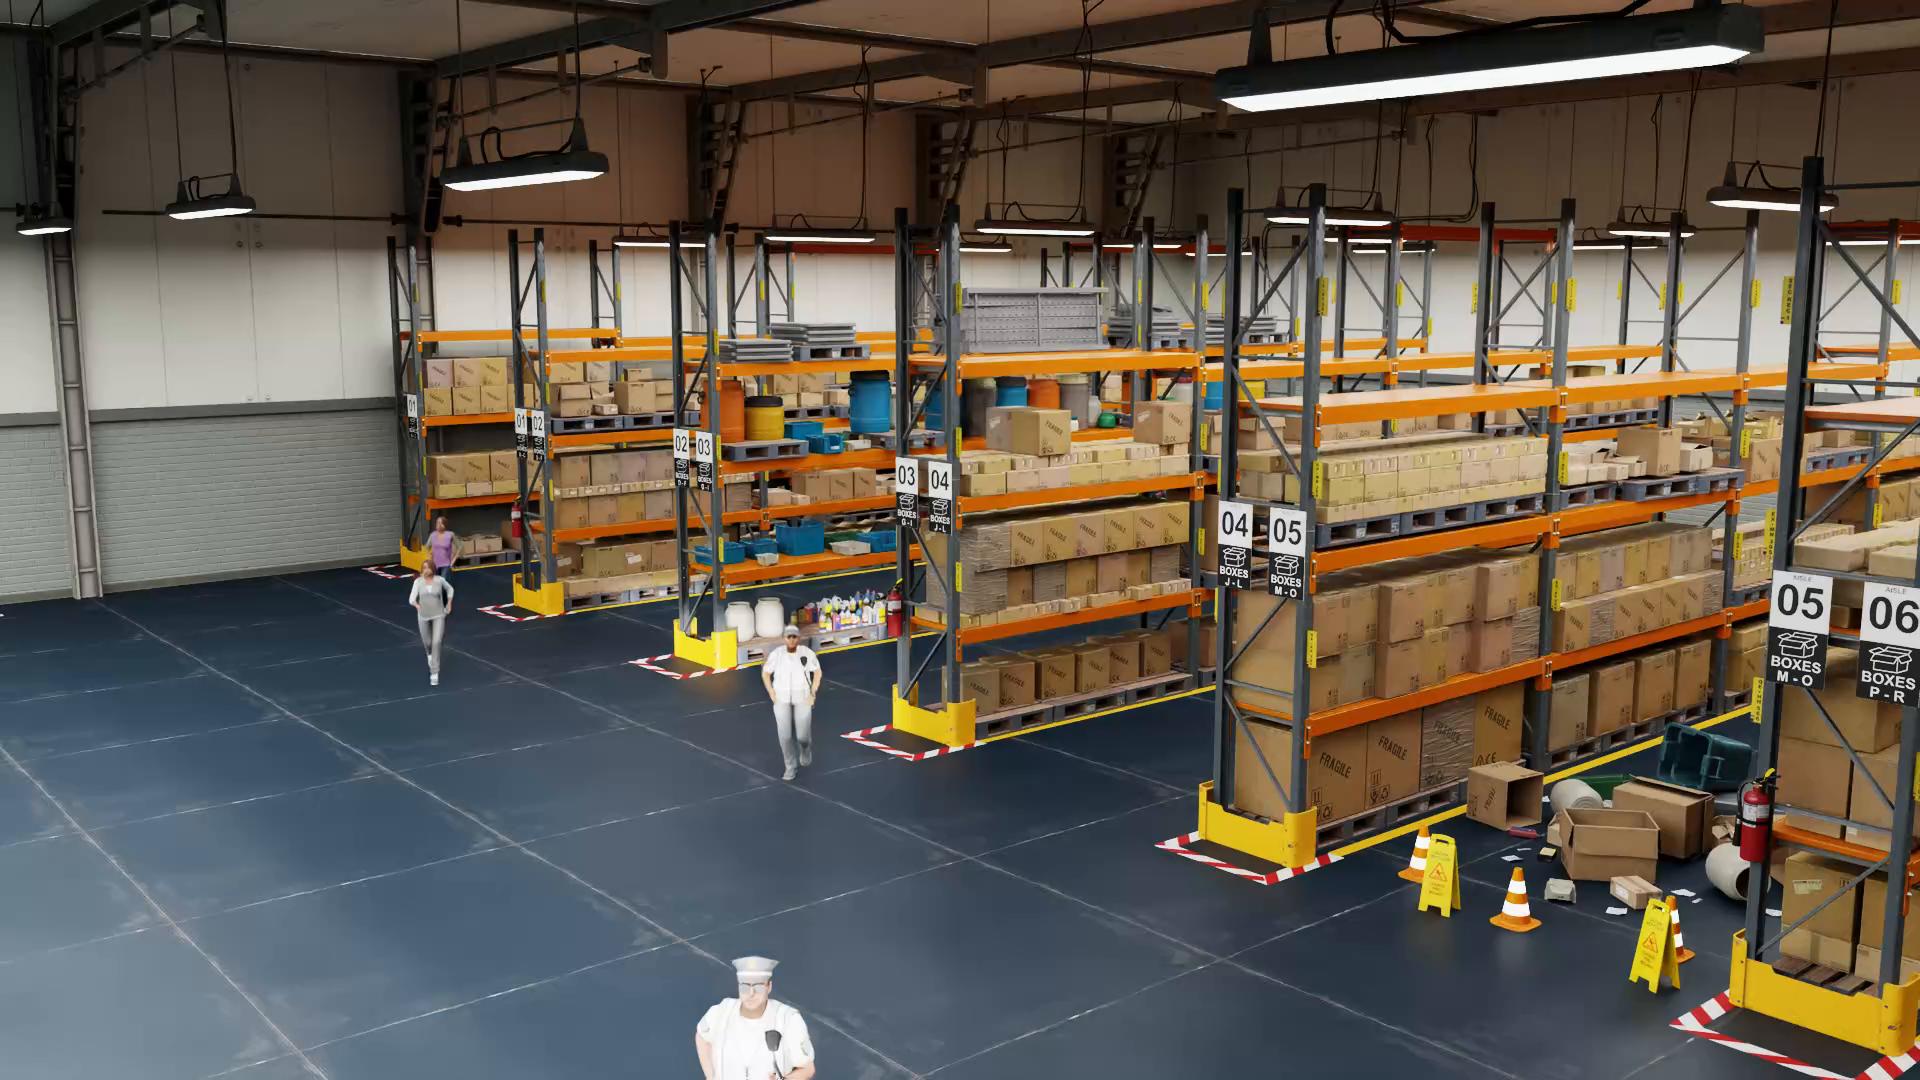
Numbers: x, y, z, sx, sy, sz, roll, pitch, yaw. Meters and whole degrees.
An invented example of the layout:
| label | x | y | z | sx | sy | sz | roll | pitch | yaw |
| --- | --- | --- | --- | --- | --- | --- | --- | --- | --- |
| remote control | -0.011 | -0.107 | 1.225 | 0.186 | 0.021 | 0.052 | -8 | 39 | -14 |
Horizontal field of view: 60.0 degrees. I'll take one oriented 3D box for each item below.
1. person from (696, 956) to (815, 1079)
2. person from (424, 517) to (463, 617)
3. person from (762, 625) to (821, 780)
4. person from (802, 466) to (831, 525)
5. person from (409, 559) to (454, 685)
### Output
| label | x | y | z | sx | sy | sz | roll | pitch | yaw |
| --- | --- | --- | --- | --- | --- | --- | --- | --- | --- |
| person | -1.058 | 3.012 | 8.537 | 0.637 | 1.844 | 0.725 | 0 | 9 | -2 |
| person | -8.029 | 0.430 | 25.769 | 0.548 | 1.586 | 0.555 | 0 | 9 | 3 |
| person | -1.775 | 1.691 | 17.531 | 0.627 | 1.634 | 0.531 | 0 | 9 | -3 |
| person | -2.828 | -0.705 | 32.666 | 0.672 | 1.700 | 0.953 | 7 | 11 | 40 |
| person | -6.931 | 1.039 | 21.827 | 0.554 | 1.591 | 0.866 | -2 | 9 | -12 |
